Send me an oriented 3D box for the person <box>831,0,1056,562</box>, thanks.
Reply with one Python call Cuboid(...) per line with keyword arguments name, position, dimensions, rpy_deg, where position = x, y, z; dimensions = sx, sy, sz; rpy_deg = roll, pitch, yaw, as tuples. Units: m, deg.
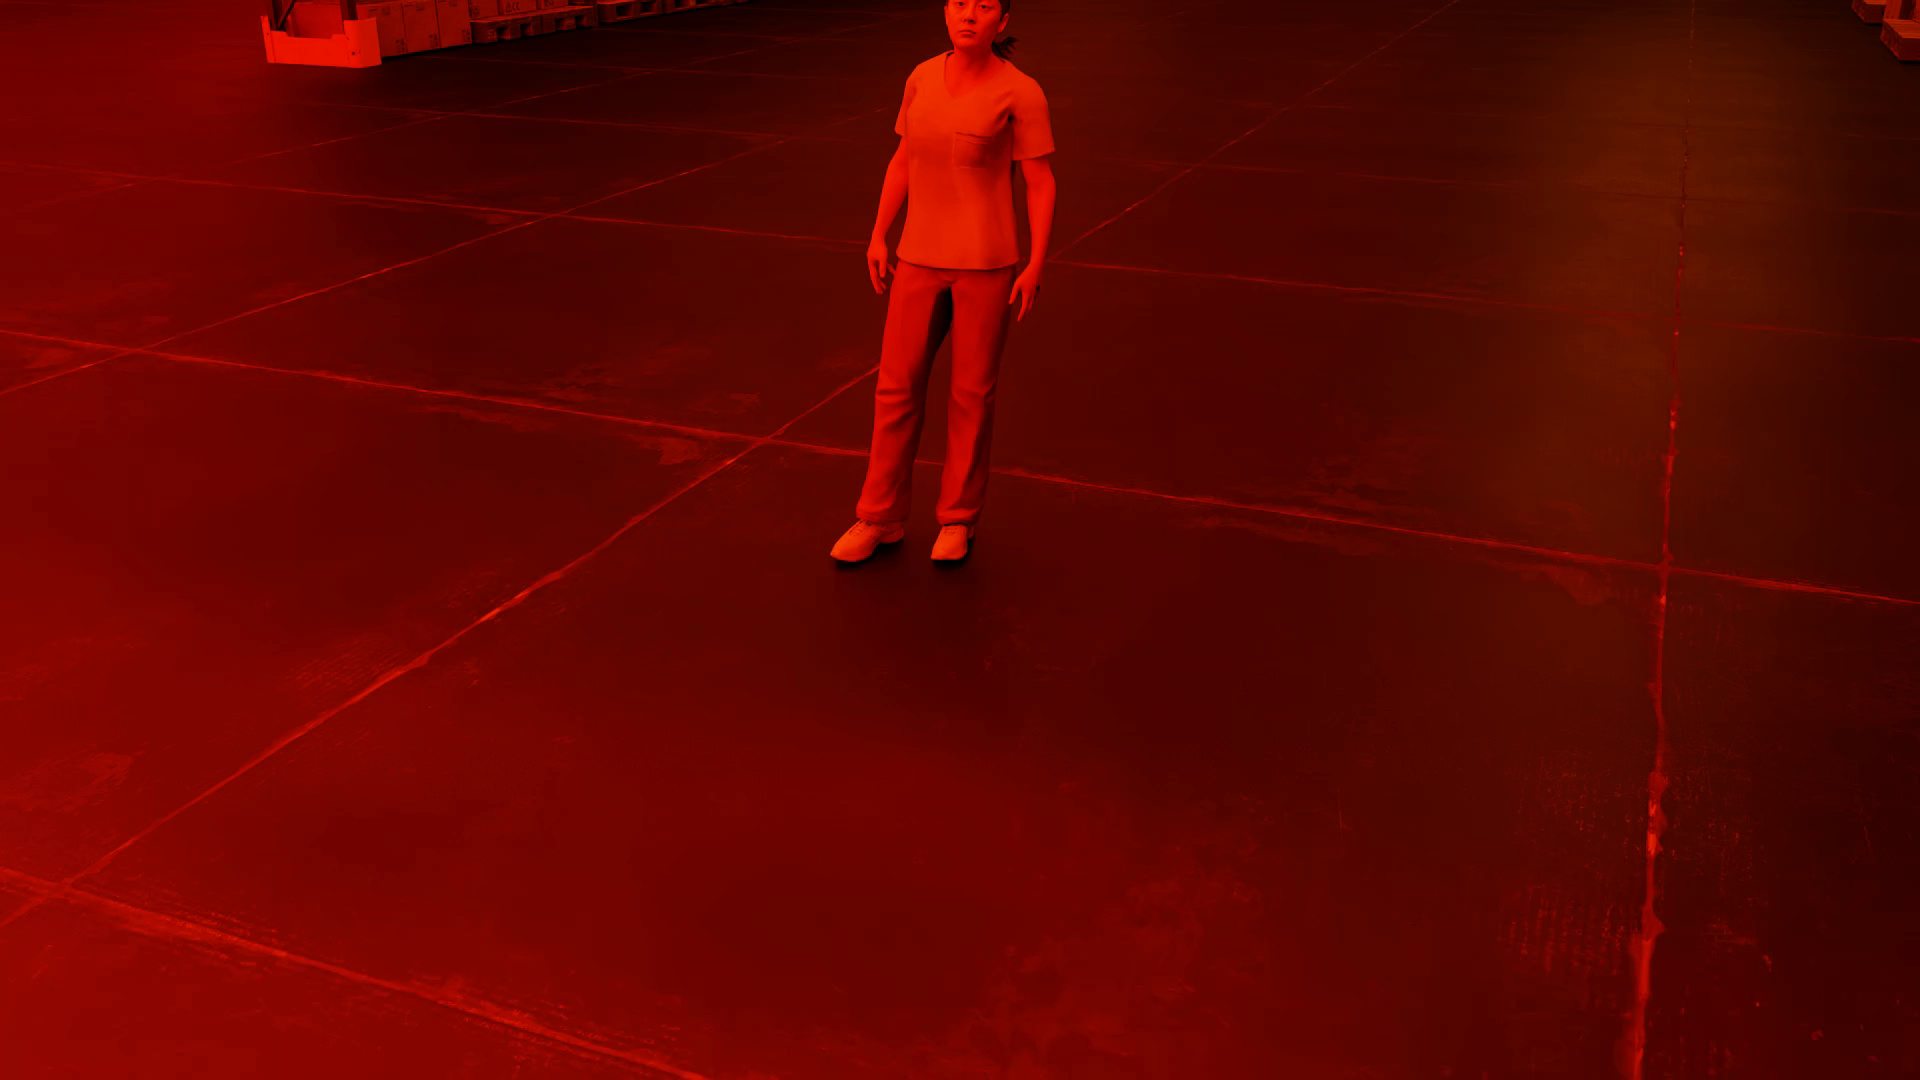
Cuboid(name="person", position=(-0.039, -0.755, 4.708), dimensions=(0.553, 1.673, 0.548), rpy_deg=(9, 24, 21))
